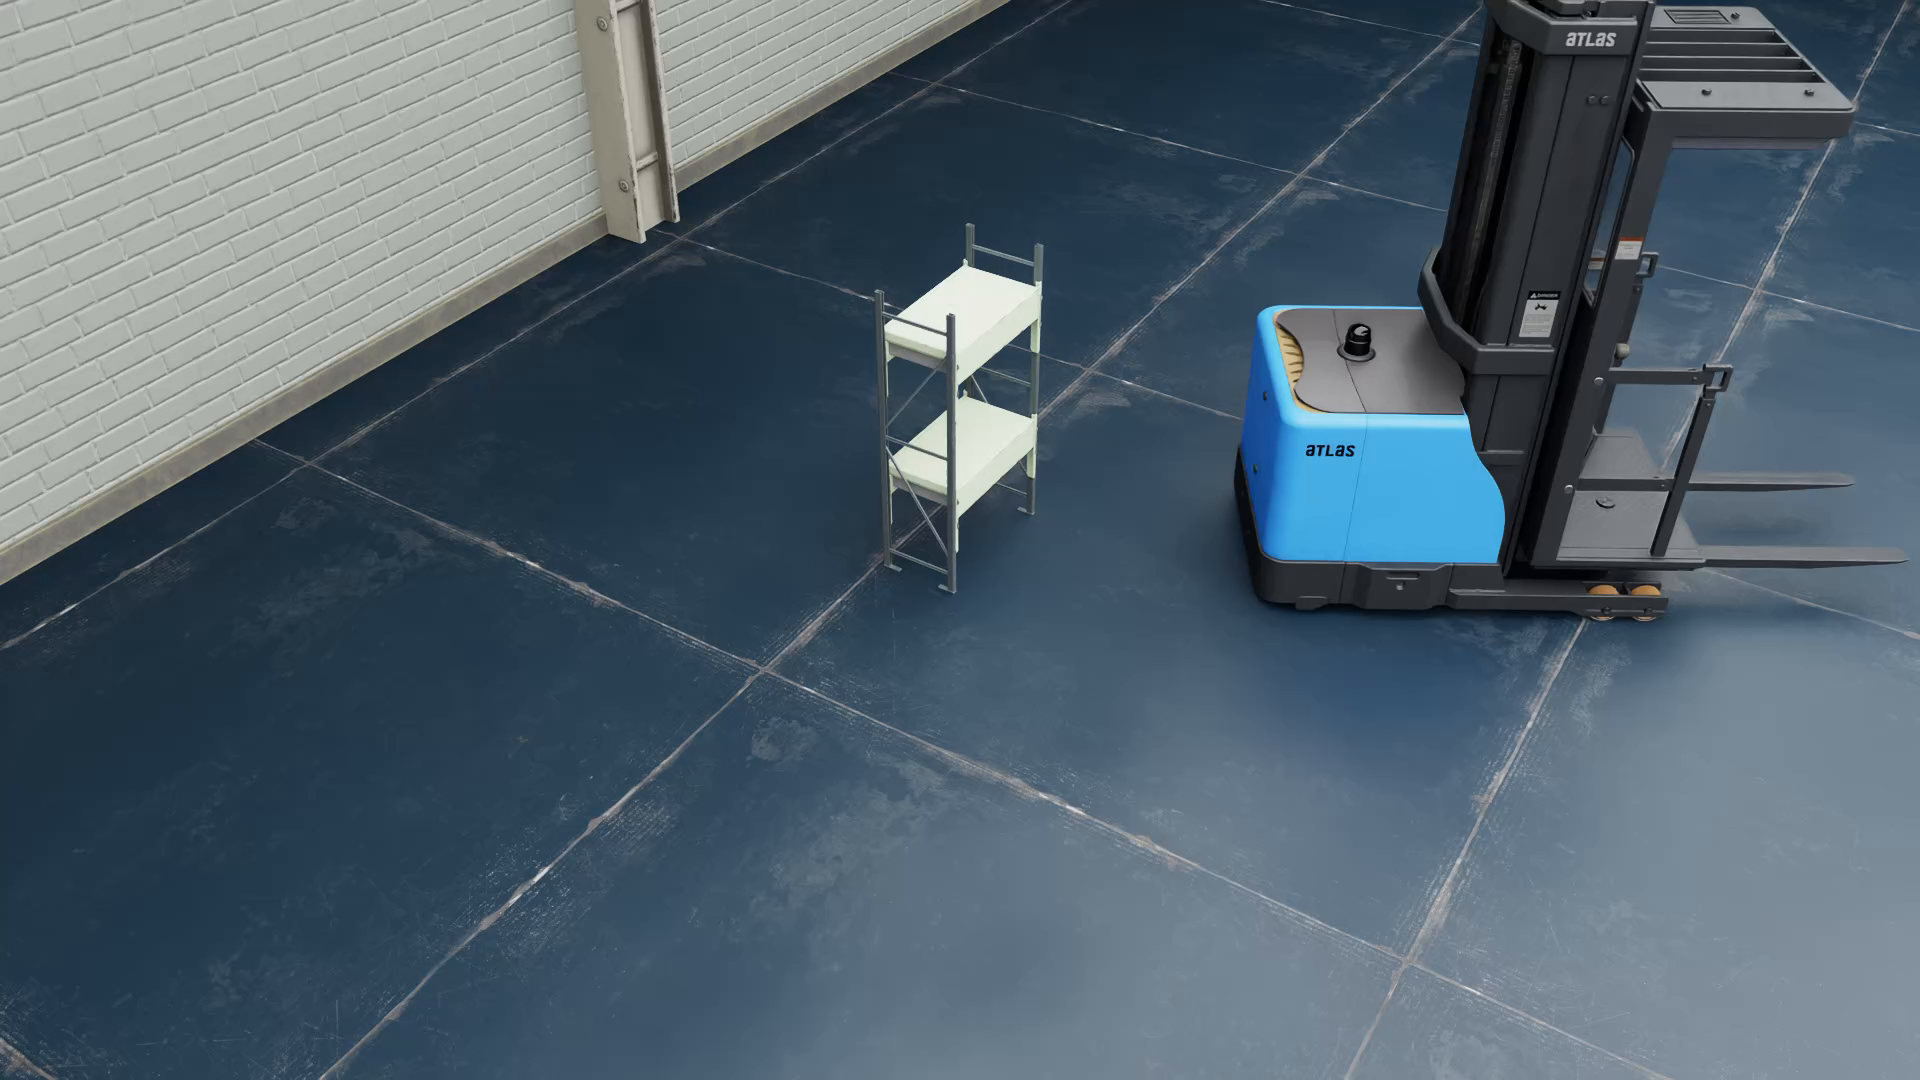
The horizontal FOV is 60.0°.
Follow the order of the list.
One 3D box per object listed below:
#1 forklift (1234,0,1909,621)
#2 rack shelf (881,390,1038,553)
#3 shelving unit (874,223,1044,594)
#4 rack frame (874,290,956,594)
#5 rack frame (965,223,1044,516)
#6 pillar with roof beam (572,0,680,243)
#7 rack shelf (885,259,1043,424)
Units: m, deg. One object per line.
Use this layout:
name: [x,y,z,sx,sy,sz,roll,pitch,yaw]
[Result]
forklift: [2.896,-1.115,7.235,3.031,2.935,1.130,1,38,1]
rack shelf: [0.004,-0.339,7.935,0.431,0.370,0.720,21,42,25]
shelving unit: [0.004,-0.597,7.736,0.431,1.500,0.755,21,42,25]
rack frame: [-0.193,-0.409,7.491,0.400,1.500,0.023,21,42,25]
rack frame: [0.200,-0.786,7.981,0.400,1.500,0.023,21,42,25]
pillar with roof beam: [1.566,-4.207,6.276,9.100,9.000,0.400,21,42,25]
rack shelf: [0.004,-0.907,7.498,0.431,0.370,0.720,21,42,25]
